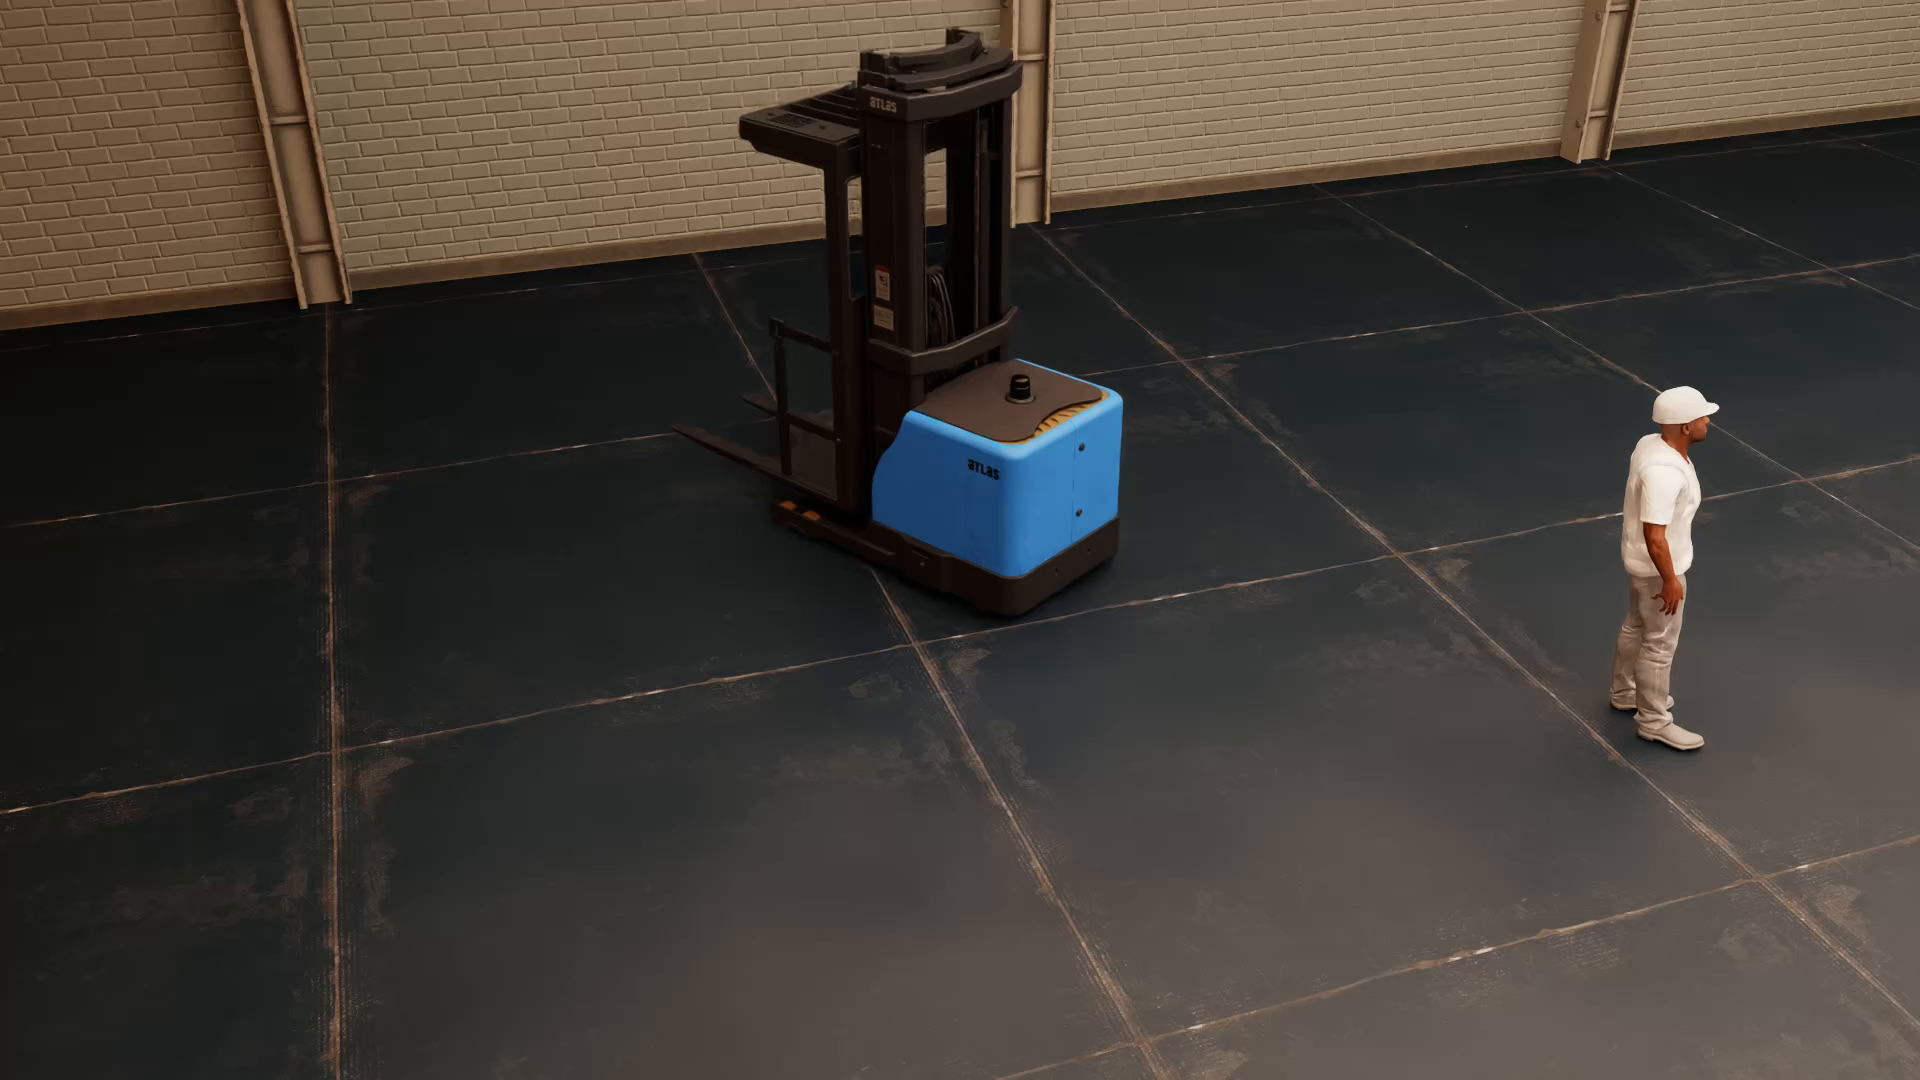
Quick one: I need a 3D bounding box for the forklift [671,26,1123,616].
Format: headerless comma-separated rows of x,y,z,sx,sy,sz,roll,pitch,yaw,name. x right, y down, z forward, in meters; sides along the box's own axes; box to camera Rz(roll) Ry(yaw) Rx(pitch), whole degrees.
-0.520,-1.457,9.619,3.031,2.935,1.130,23,37,34,forklift

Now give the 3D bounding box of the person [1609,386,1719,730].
3.387,0.064,8.070,0.420,1.706,0.666,8,31,13,person
